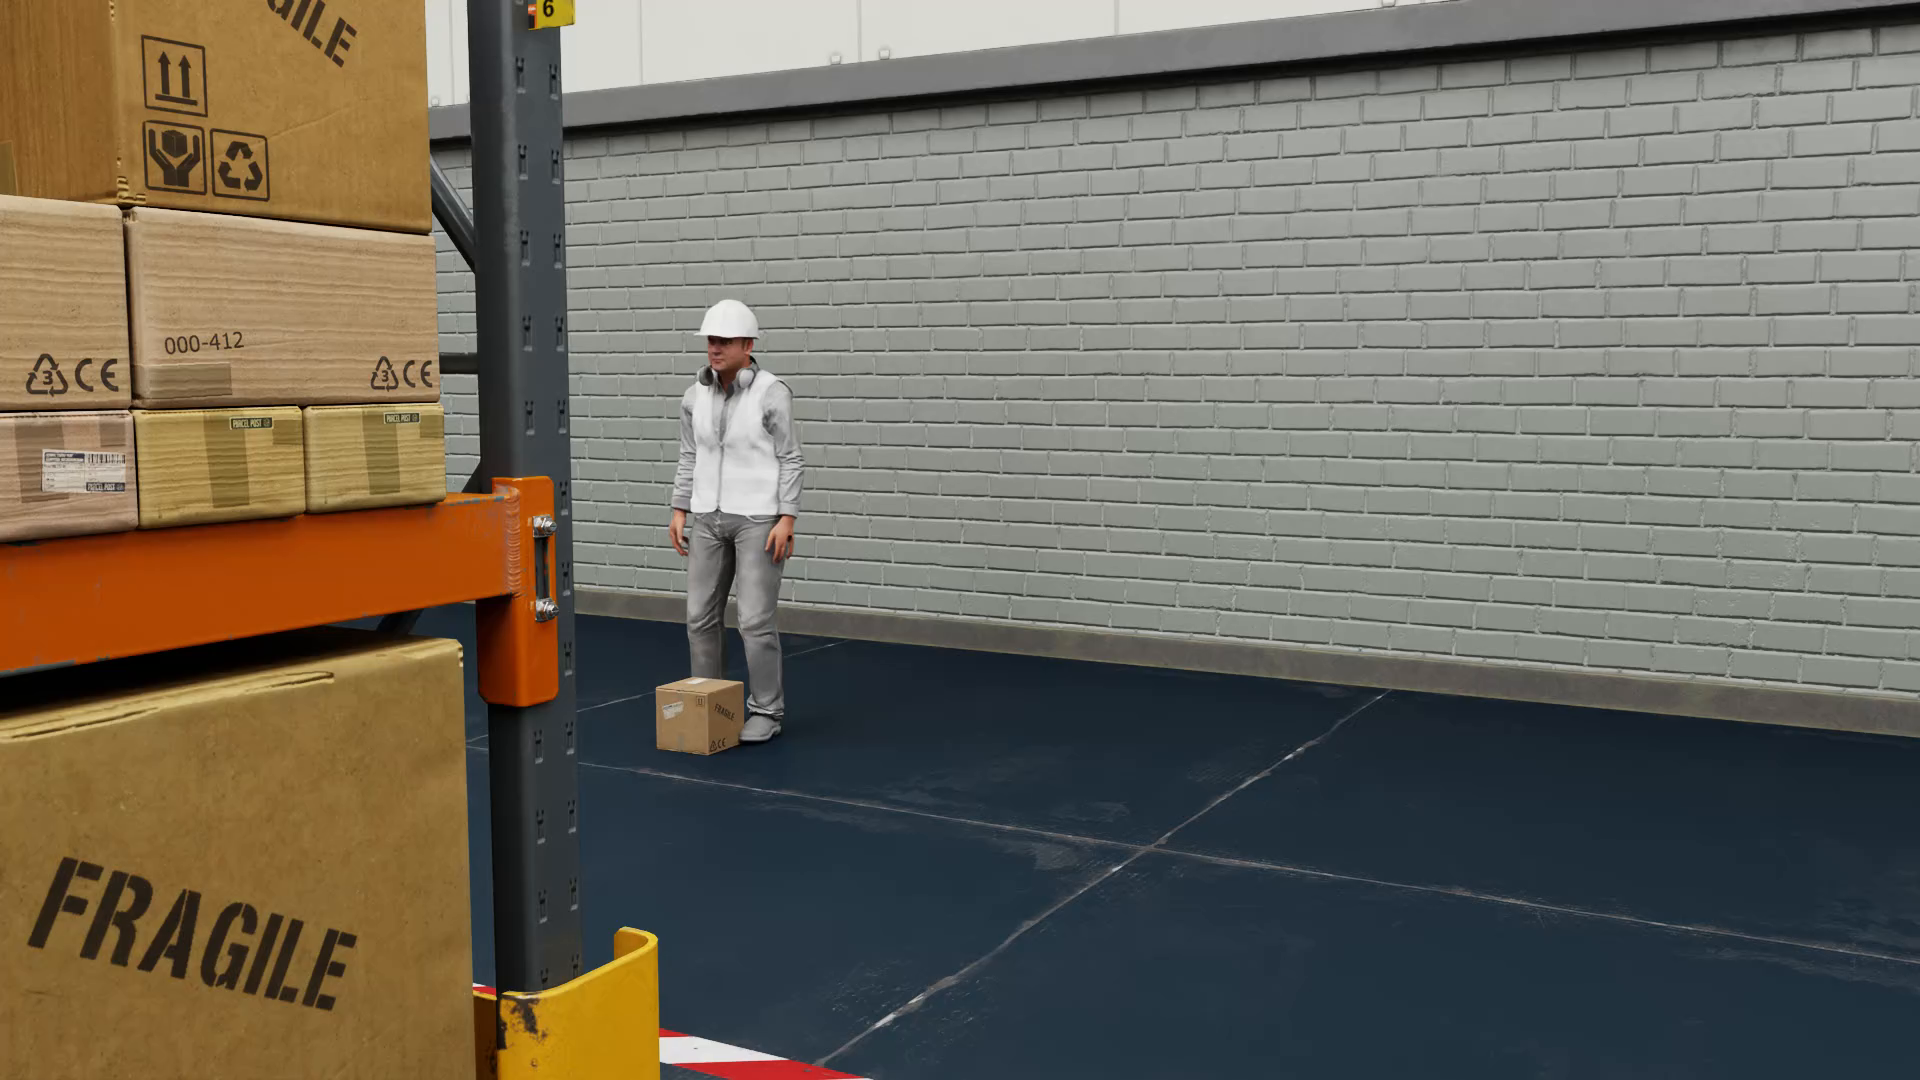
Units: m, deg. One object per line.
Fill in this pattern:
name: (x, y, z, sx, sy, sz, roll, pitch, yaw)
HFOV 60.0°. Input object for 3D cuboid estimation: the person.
person: (-0.910, -0.081, 6.775, 0.591, 1.773, 0.458, 3, 7, 26)
